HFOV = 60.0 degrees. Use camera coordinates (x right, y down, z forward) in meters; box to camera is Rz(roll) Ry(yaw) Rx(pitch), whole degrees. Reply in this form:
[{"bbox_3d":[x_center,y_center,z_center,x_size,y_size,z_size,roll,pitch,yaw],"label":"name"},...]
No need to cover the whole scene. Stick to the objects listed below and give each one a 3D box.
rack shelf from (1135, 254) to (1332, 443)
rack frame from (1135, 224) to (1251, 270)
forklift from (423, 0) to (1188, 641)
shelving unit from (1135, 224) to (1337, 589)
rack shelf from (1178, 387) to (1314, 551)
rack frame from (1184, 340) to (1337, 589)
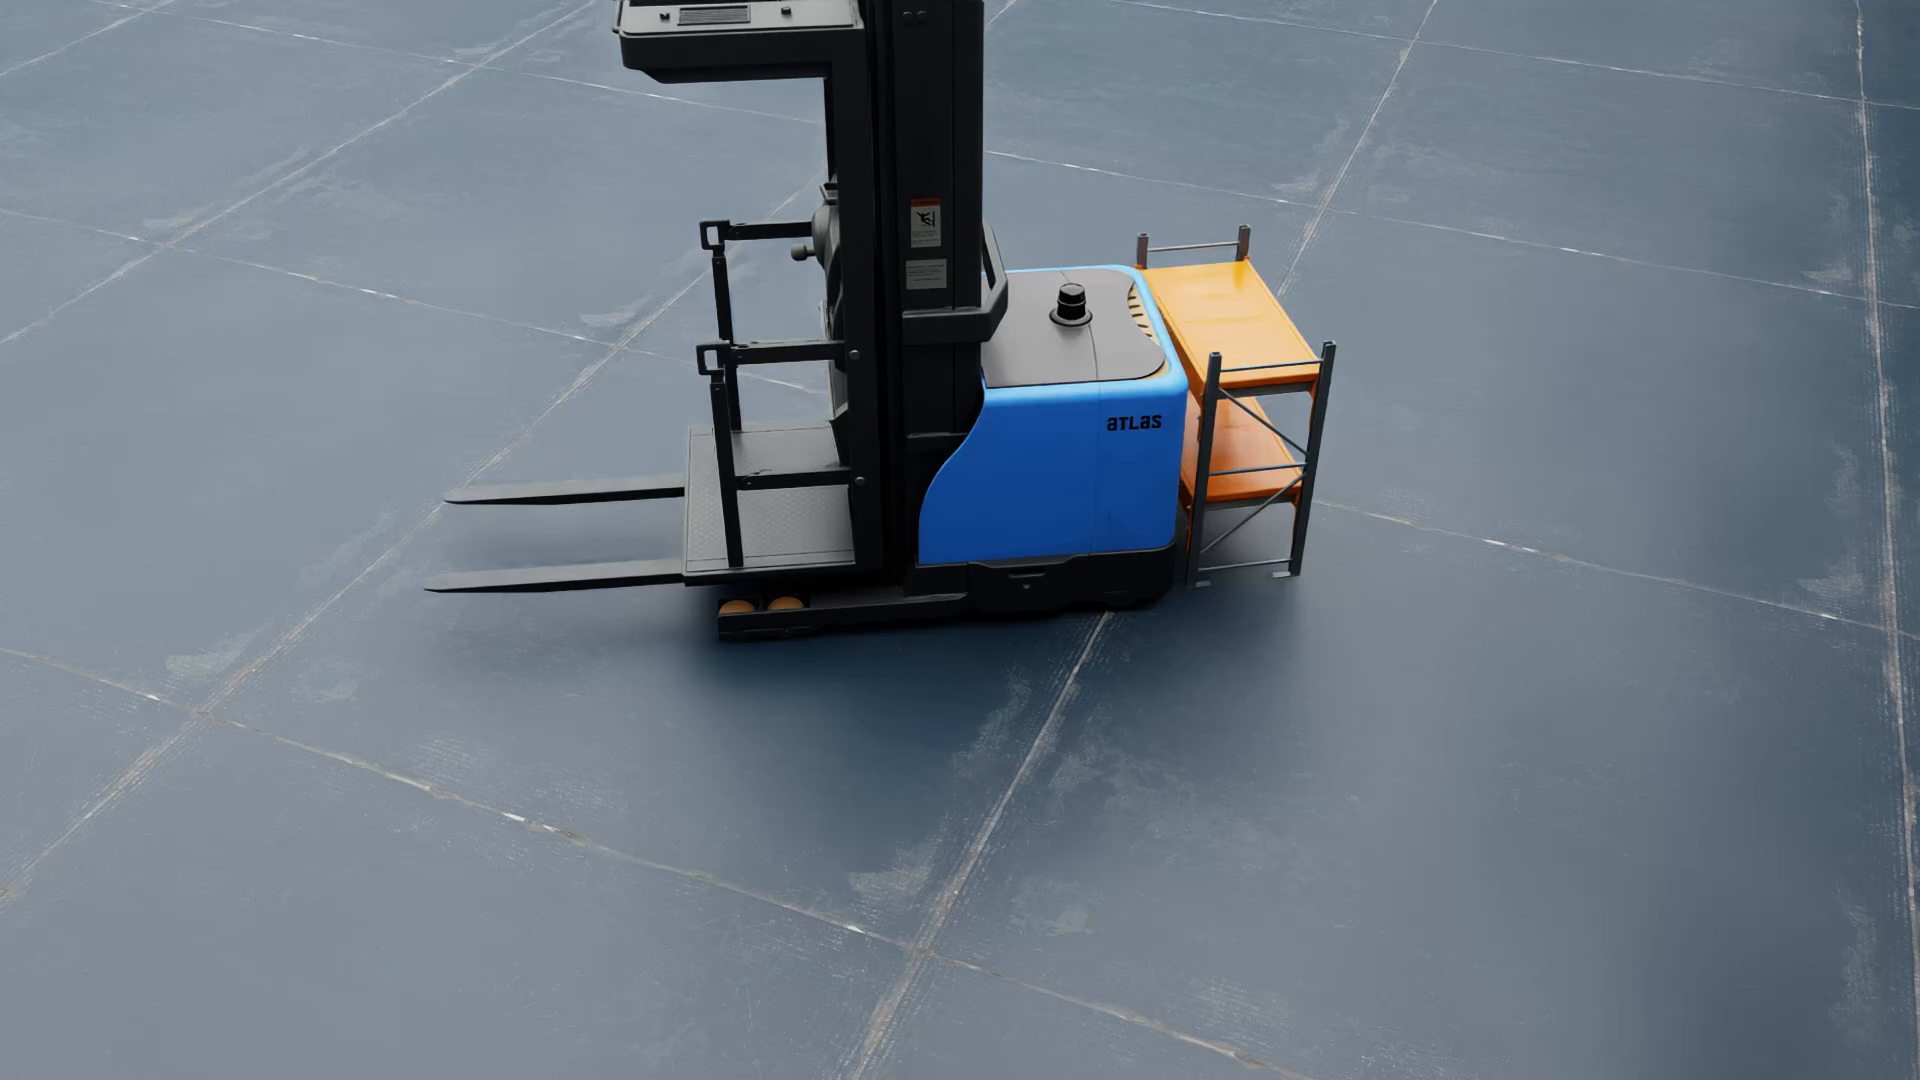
[{"bbox_3d":[1.100,-0.816,6.911,0.538,0.278,1.000,-6,37,-9],"label":"rack shelf"},{"bbox_3d":[1.005,-0.880,7.486,0.500,1.125,0.032,-6,37,-9],"label":"rack frame"},{"bbox_3d":[-0.670,-1.101,6.275,3.031,2.935,1.130,-4,37,-5],"label":"forklift"},{"bbox_3d":[1.099,-0.581,7.086,0.538,1.125,1.048,-6,37,-9],"label":"shelving unit"},{"bbox_3d":[1.098,-0.385,7.232,0.538,0.278,1.000,-6,37,-9],"label":"rack shelf"},{"bbox_3d":[1.194,-0.282,6.685,0.500,1.125,0.032,-6,37,-9],"label":"rack frame"}]
